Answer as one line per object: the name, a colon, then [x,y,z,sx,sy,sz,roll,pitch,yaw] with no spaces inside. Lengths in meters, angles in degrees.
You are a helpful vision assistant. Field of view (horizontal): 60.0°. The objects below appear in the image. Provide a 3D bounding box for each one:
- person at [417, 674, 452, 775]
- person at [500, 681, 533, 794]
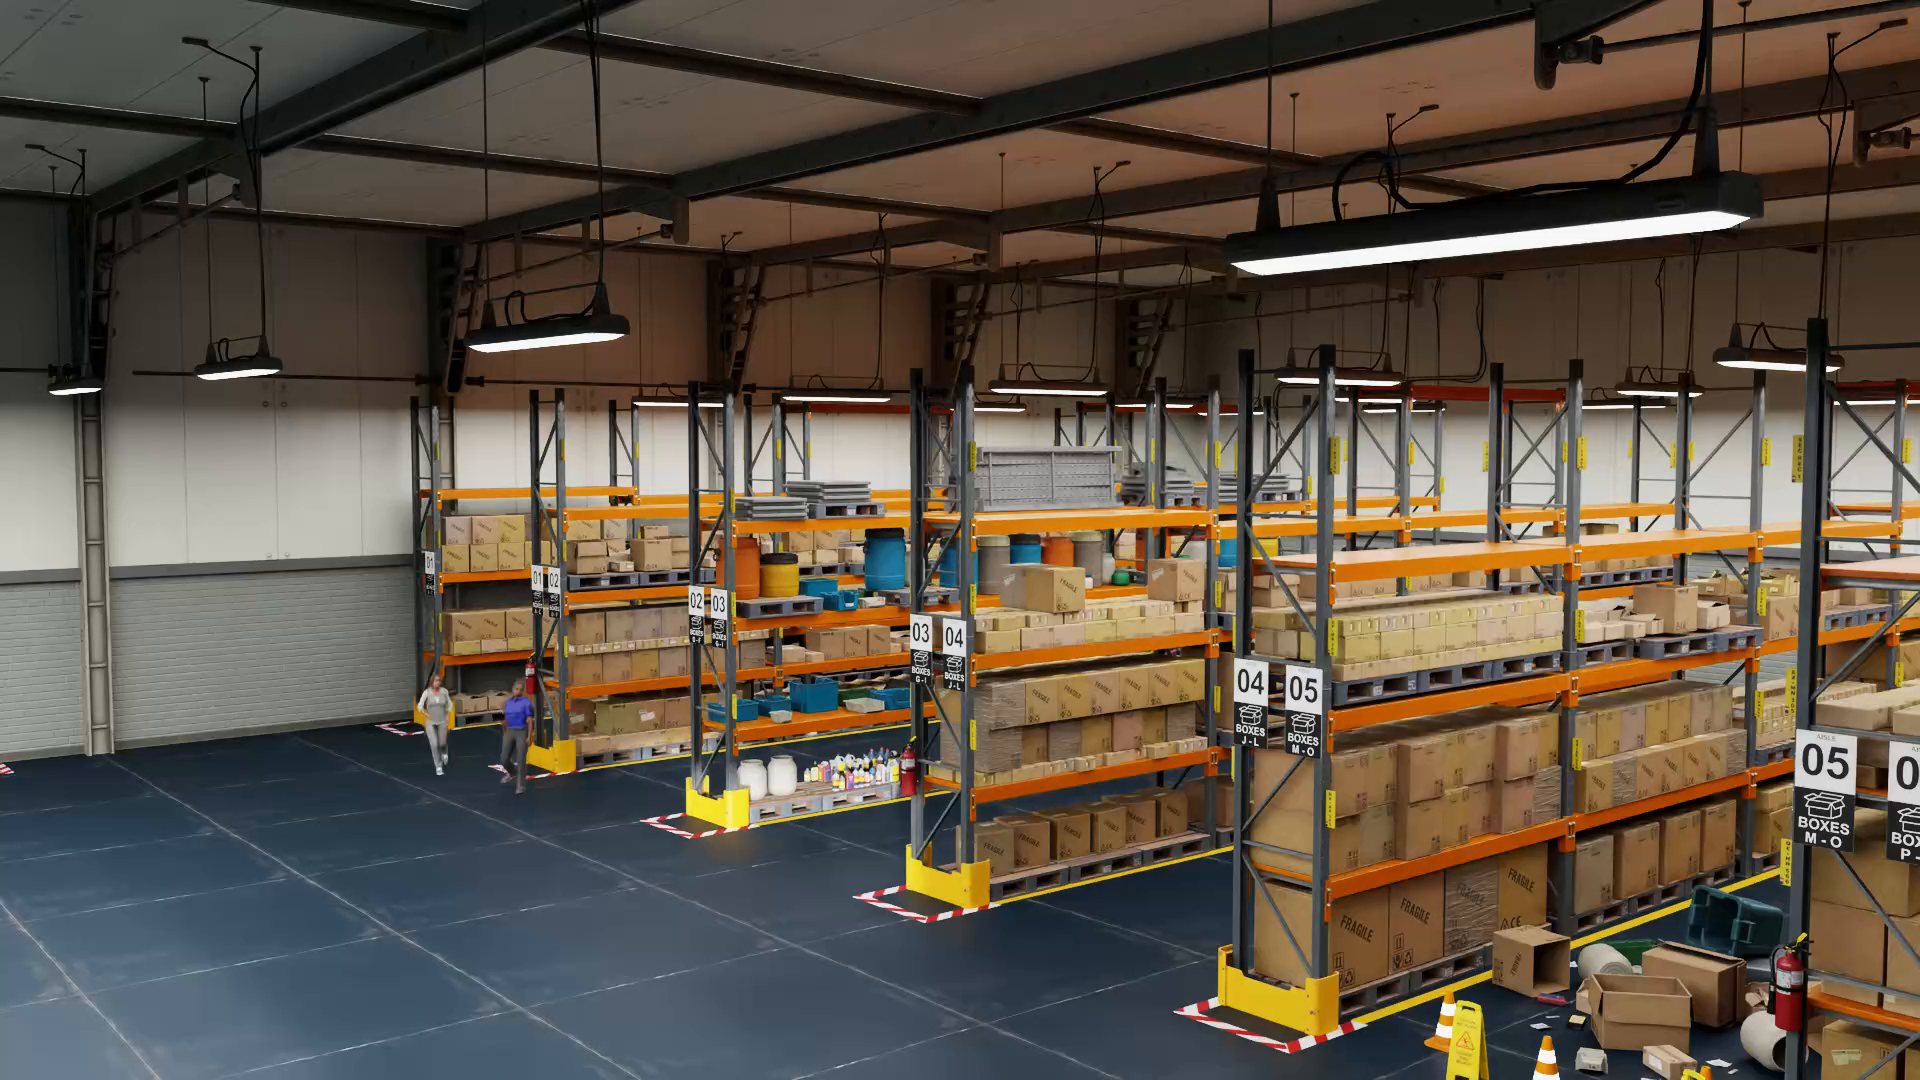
person: [-8.179,2.911,25.917,0.524,1.477,0.584,-1,4,-21]
person: [-6.557,2.890,24.579,0.624,1.654,0.530,0,3,8]
